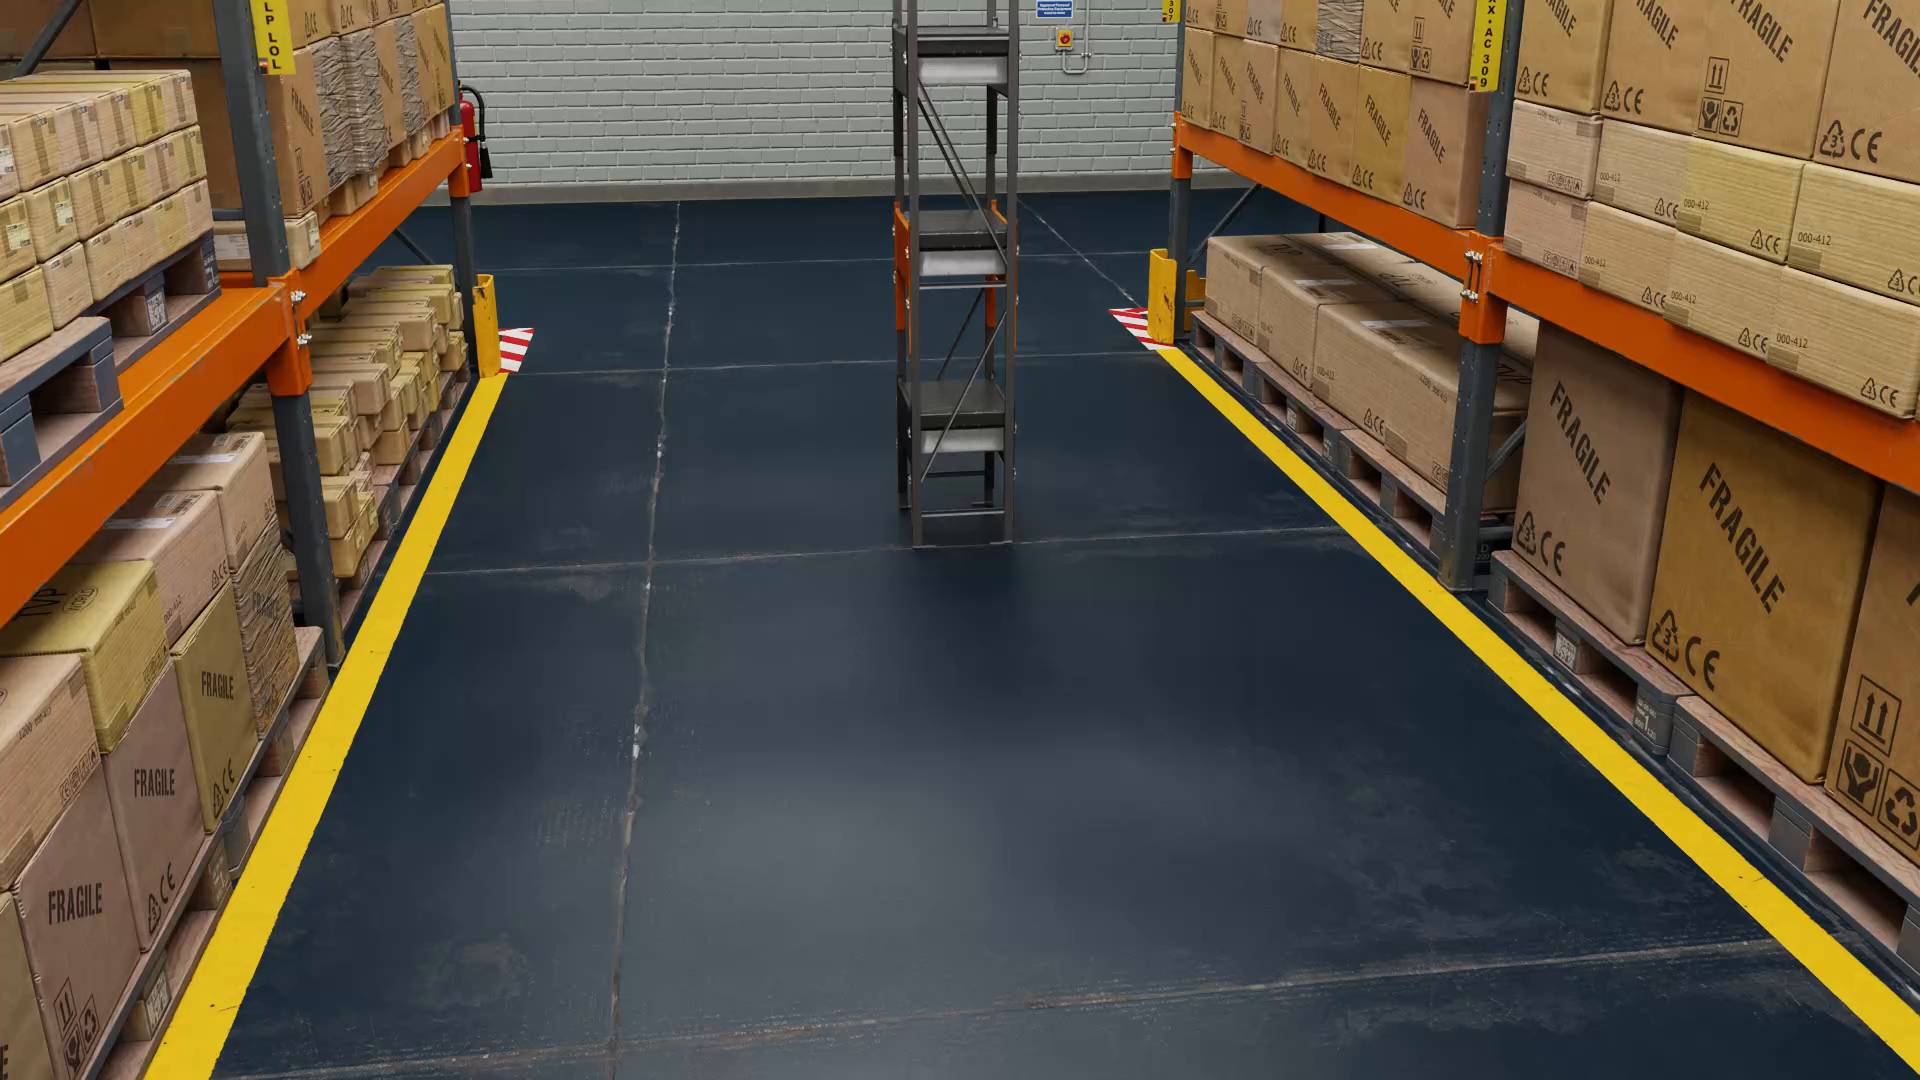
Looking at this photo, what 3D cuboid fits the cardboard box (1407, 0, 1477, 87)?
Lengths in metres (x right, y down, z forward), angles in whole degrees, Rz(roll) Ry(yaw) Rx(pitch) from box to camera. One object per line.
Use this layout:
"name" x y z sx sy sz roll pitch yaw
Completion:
"cardboard box" 1.965 -1.915 5.986 0.500 0.500 0.500 -3 21 -8

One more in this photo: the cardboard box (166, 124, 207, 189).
"cardboard box" -2.324 -1.057 4.592 0.380 0.149 0.250 -2 21 -6

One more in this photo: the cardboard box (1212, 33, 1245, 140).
"cardboard box" 1.616 -2.328 8.519 0.500 0.500 0.500 -3 21 -9

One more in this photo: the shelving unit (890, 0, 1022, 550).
"shelving unit" -0.024 -1.041 6.502 0.431 2.100 0.503 -3 21 -8

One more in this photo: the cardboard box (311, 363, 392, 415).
"cardboard box" -2.504 -0.601 6.661 0.380 0.149 0.250 -2 21 -7

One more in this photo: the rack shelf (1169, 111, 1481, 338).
"rack shelf" 2.018 -1.606 7.758 1.077 0.370 4.000 -3 21 -8

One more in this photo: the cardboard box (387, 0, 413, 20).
"cardboard box" -2.685 -2.505 7.138 0.500 0.500 0.500 -2 21 -5

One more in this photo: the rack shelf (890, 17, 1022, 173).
"rack shelf" -0.024 -1.684 6.262 0.431 0.518 0.480 -3 21 -8

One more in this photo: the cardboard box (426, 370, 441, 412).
"cardboard box" -2.634 -0.691 7.753 0.380 0.149 0.250 -4 21 -10

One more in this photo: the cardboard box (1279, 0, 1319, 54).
"cardboard box" 1.754 -2.441 7.394 0.500 0.500 0.500 -3 21 -8

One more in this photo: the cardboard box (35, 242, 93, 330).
"cardboard box" -2.170 -0.559 3.683 0.380 0.149 0.250 -4 21 -10

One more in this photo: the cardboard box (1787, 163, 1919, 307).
"cardboard box" 2.315 -0.718 3.851 0.500 0.250 0.500 -4 21 -9

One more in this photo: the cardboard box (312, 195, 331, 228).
"cardboard box" -2.529 -1.233 6.089 0.380 0.149 0.250 -4 21 -10

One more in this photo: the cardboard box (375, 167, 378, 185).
"cardboard box" -2.617 -1.507 6.823 0.380 0.149 0.250 -2 21 -6

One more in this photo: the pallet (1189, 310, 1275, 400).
"pallet" 1.923 -1.056 9.243 1.003 0.211 1.213 -3 21 -8

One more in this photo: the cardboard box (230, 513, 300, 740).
"cardboard box" -2.221 0.252 4.728 0.500 0.500 0.500 -3 21 -9

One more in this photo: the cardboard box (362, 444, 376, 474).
"cardboard box" -2.597 -0.322 6.765 0.380 0.149 0.250 -4 21 -10

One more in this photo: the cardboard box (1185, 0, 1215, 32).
"cardboard box" 1.517 -2.970 8.810 0.500 0.500 0.500 -3 21 -9

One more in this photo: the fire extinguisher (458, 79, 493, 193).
"fire extinguisher" -2.733 -2.251 9.098 0.296 0.674 0.183 -3 21 -8

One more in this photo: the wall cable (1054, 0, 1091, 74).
"wall cable" 0.894 -5.077 14.527 0.585 1.953 0.123 -3 21 -8

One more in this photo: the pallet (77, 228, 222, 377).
"pallet" -2.611 -0.604 4.321 1.003 0.211 1.213 -3 21 -8

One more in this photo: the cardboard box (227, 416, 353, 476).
"cardboard box" -2.403 -0.334 5.948 0.380 0.149 0.250 -2 21 -5

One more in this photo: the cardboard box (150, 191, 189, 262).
"cardboard box" -2.286 -0.828 4.404 0.380 0.149 0.250 -3 21 -7

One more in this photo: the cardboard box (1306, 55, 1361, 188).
"cardboard box" 1.820 -1.796 7.096 0.500 0.500 0.500 -3 21 -9

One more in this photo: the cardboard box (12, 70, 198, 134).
"cardboard box" -2.326 -1.195 4.536 0.380 0.149 0.250 -2 21 -5

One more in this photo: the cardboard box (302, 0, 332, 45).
"cardboard box" -2.491 -1.968 5.701 0.500 0.500 0.500 -4 21 -9

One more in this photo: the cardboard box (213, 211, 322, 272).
"cardboard box" -2.294 -0.963 5.366 0.380 0.149 0.250 -2 21 -6

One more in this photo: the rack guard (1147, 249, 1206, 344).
"rack guard" 1.727 -1.473 9.946 1.175 0.500 0.348 -3 21 -8

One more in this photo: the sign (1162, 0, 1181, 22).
"sign" 1.180 -3.052 9.251 0.100 0.325 0.005 -3 21 -8

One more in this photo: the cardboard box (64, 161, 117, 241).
"cardboard box" -2.208 -0.785 3.865 0.380 0.149 0.250 -4 21 -10

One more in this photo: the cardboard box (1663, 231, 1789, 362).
"cardboard box" 2.243 -0.658 4.404 0.500 0.250 0.500 -3 21 -8

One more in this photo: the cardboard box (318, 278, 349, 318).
"cardboard box" -3.256 -1.203 8.274 0.380 0.149 0.250 -3 21 -7

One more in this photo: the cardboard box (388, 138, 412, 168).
"cardboard box" -2.709 -1.781 7.556 0.380 0.149 0.250 -4 21 -10

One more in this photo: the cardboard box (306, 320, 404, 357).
"cardboard box" -2.687 -0.867 7.375 0.380 0.149 0.250 -4 21 -10

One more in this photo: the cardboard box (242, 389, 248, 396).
"cardboard box" -3.058 -0.517 6.864 0.380 0.149 0.250 -4 21 -10

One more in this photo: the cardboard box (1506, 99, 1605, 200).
"cardboard box" 2.091 -1.248 5.271 0.500 0.250 0.500 -4 21 -9

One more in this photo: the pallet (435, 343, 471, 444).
"pallet" -3.061 -0.735 8.383 1.003 0.211 1.213 -3 21 -8

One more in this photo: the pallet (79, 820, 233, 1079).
"pallet" -2.284 1.033 3.649 1.003 0.211 1.213 -3 21 -8

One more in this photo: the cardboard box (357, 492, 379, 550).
"cardboard box" -2.350 -0.062 6.069 0.380 0.149 0.250 -2 21 -6

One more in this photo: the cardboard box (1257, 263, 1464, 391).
"cardboard box" 2.064 -1.092 8.415 0.875 0.438 0.875 -2 21 -6

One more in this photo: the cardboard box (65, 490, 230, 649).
"cardboard box" -2.159 0.081 4.114 0.500 0.250 0.500 -2 21 -5

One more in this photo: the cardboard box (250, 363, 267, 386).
"cardboard box" -3.074 -0.756 7.076 0.380 0.149 0.250 -3 21 -8

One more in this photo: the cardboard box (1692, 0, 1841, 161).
"cardboard box" 2.256 -1.251 4.206 0.500 0.500 0.500 -3 21 -9

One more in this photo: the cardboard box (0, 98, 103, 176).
"cardboard box" -2.213 -0.921 3.804 0.380 0.149 0.250 -3 21 -8

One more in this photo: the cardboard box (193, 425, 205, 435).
"cardboard box" -3.005 -0.388 6.093 0.380 0.149 0.250 -3 21 -8

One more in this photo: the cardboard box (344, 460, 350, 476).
"cardboard box" -2.509 -0.274 6.212 0.380 0.149 0.250 -3 21 -8

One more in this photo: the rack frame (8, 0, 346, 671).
"rack frame" -2.577 -0.966 5.016 1.000 3.000 0.127 -3 21 -8

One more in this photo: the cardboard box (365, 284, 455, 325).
"cardboard box" -2.684 -1.147 8.125 0.380 0.149 0.250 -3 21 -9

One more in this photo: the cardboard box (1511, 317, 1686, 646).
"cardboard box" 2.475 -0.242 5.512 0.875 0.875 0.875 -2 21 -6

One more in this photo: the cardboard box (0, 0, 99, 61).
"cardboard box" -2.912 -1.770 5.170 0.500 0.500 0.500 -4 21 -10

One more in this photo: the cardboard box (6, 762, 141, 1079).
"cardboard box" -2.005 0.784 3.303 0.500 0.500 0.500 -3 21 -9

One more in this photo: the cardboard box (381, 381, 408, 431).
"cardboard box" -2.535 -0.555 6.963 0.380 0.149 0.250 -3 21 -8

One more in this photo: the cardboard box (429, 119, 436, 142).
"cardboard box" -2.828 -2.047 8.268 0.380 0.149 0.250 -3 21 -8

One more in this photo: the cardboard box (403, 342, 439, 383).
"cardboard box" -2.631 -0.825 7.687 0.380 0.149 0.250 -3 21 -7

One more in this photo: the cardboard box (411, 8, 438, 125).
"cardboard box" -2.765 -2.216 7.794 0.500 0.500 0.500 -3 21 -9

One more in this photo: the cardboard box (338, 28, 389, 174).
"cardboard box" -2.515 -1.684 6.369 0.500 0.500 0.500 -3 21 -9
